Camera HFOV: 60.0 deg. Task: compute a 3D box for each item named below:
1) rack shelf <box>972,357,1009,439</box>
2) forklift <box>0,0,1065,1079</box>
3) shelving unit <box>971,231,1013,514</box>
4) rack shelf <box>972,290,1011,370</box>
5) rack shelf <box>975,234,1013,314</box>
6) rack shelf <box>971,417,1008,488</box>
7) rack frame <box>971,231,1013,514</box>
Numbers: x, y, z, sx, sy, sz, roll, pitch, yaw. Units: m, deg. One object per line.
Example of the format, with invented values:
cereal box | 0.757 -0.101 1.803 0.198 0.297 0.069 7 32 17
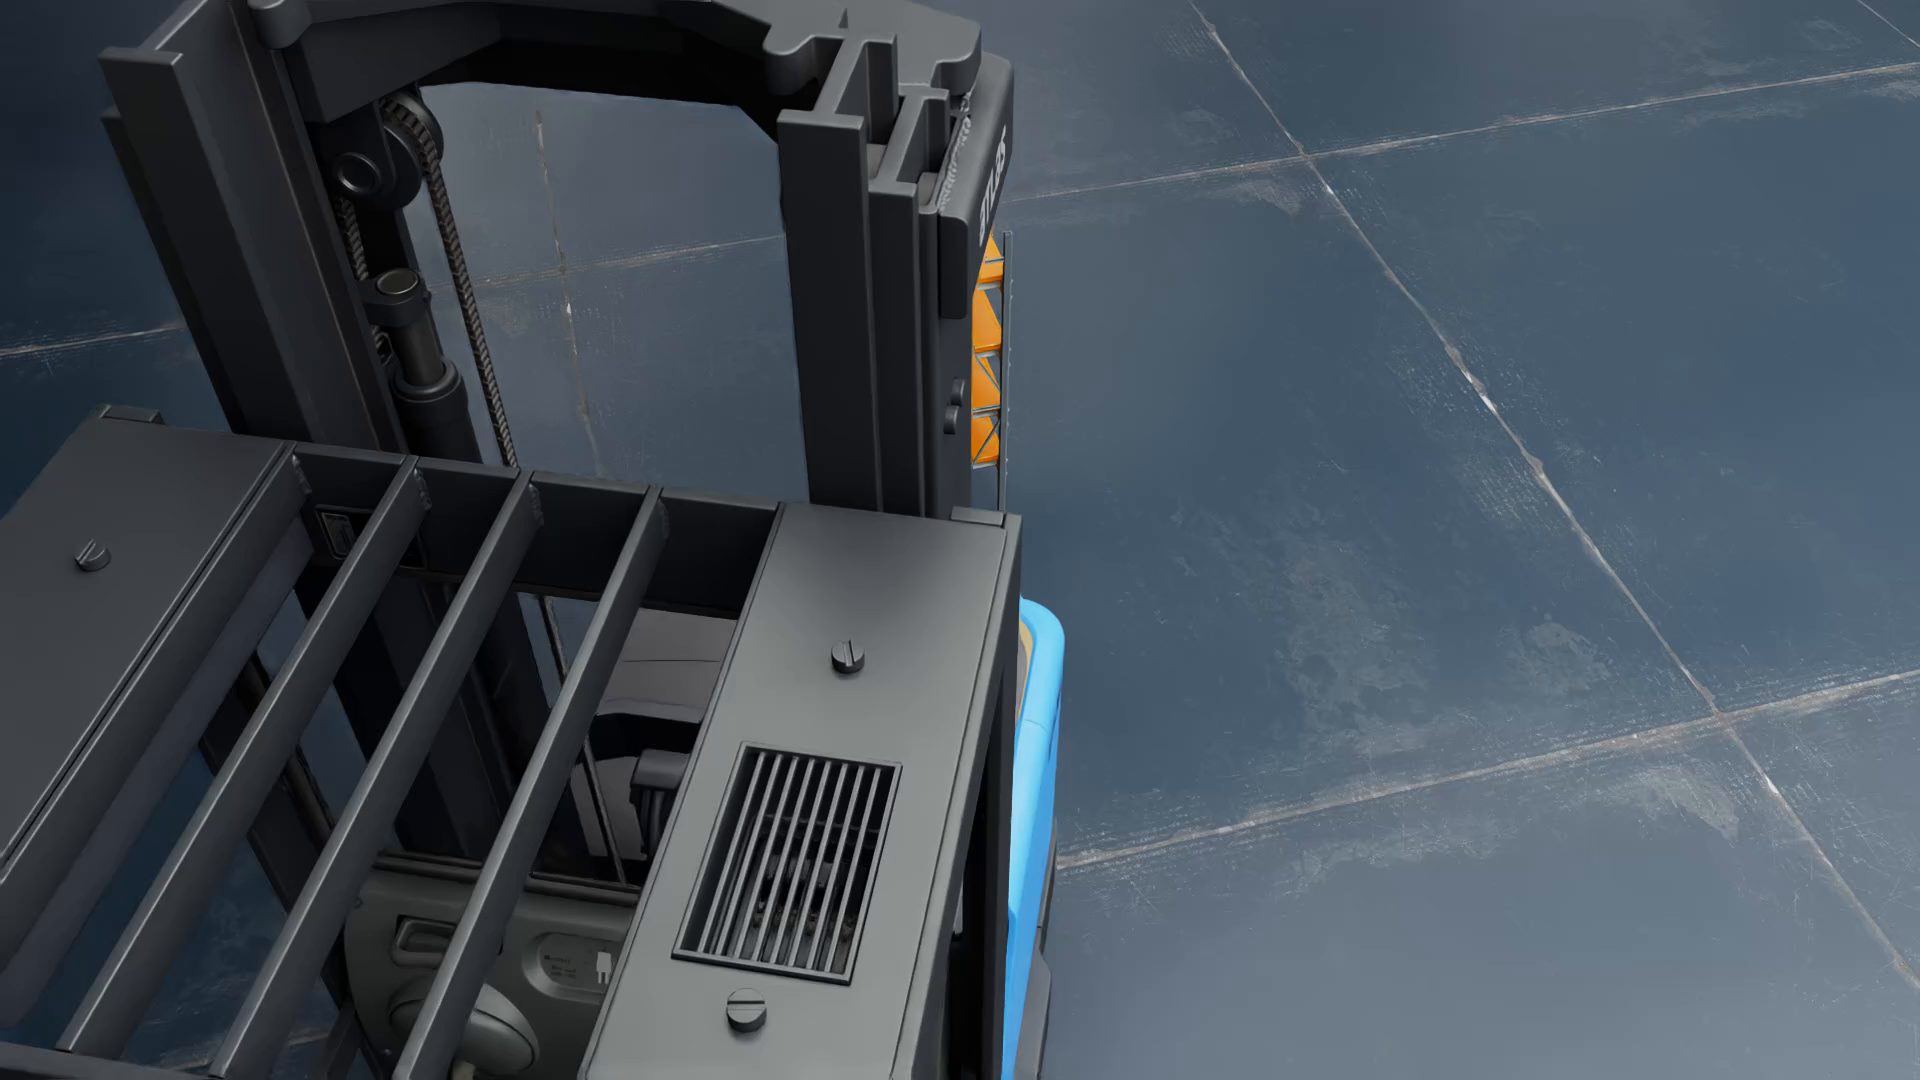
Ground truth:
rack shelf | -0.042 -0.487 4.982 0.258 0.148 0.480 -11 47 -10
forklift | -0.517 0.841 2.374 1.130 2.935 3.031 7 46 7
shelving unit | -0.042 -0.534 4.933 0.258 1.200 0.503 -11 47 -10
rack shelf | -0.042 -0.644 4.822 0.258 0.148 0.480 -11 47 -10
rack shelf | -0.042 -0.809 4.653 0.258 0.148 0.480 -11 47 -10
rack shelf | -0.042 -0.348 5.123 0.258 0.148 0.480 -11 47 -10
rack frame | 0.020 -0.366 4.768 0.240 1.200 0.015 -11 47 -10
